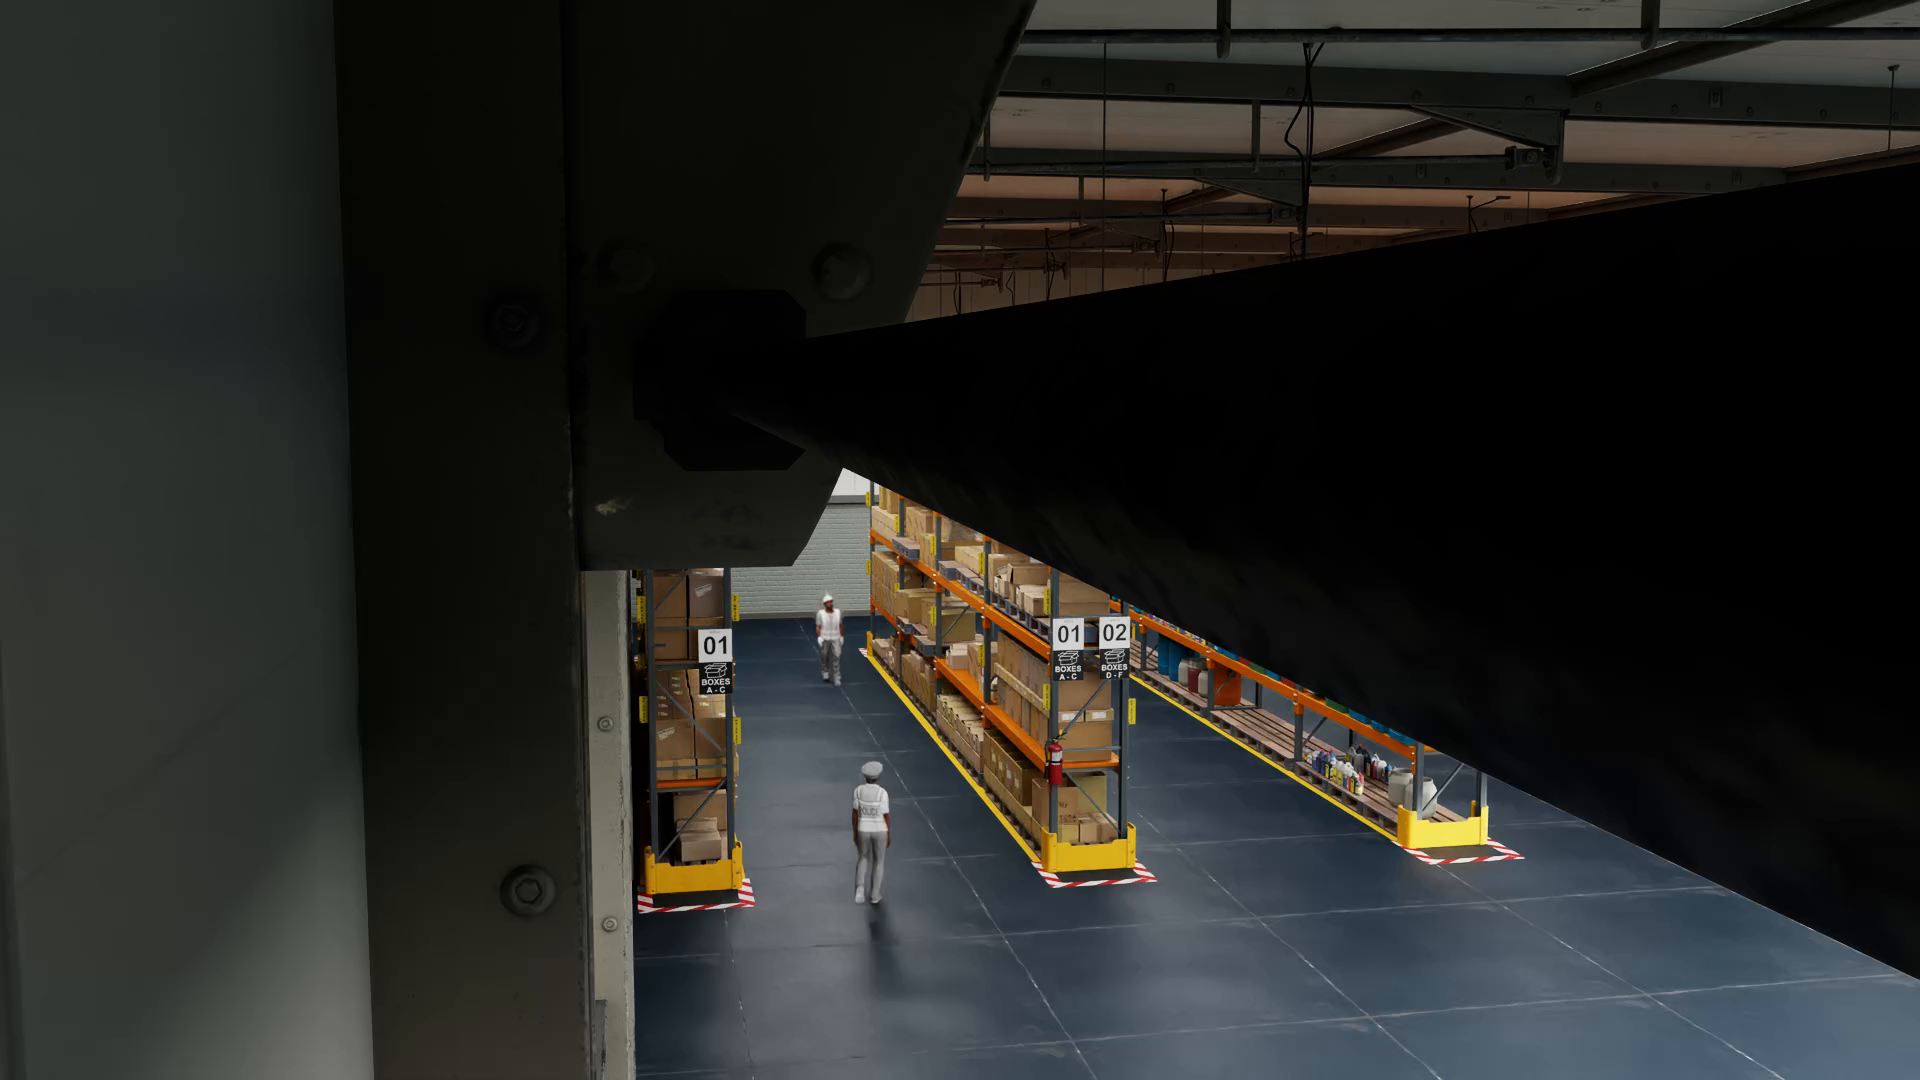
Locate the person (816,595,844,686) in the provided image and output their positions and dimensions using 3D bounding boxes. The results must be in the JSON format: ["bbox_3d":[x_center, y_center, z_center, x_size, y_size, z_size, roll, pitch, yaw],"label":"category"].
[{"bbox_3d":[-2.585,1.984,33.197,0.584,1.739,0.992,-1,6,-11],"label":"person"}]

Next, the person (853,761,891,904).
[{"bbox_3d":[-1.046,3.445,19.513,0.460,1.683,0.503,1,6,12],"label":"person"}]
